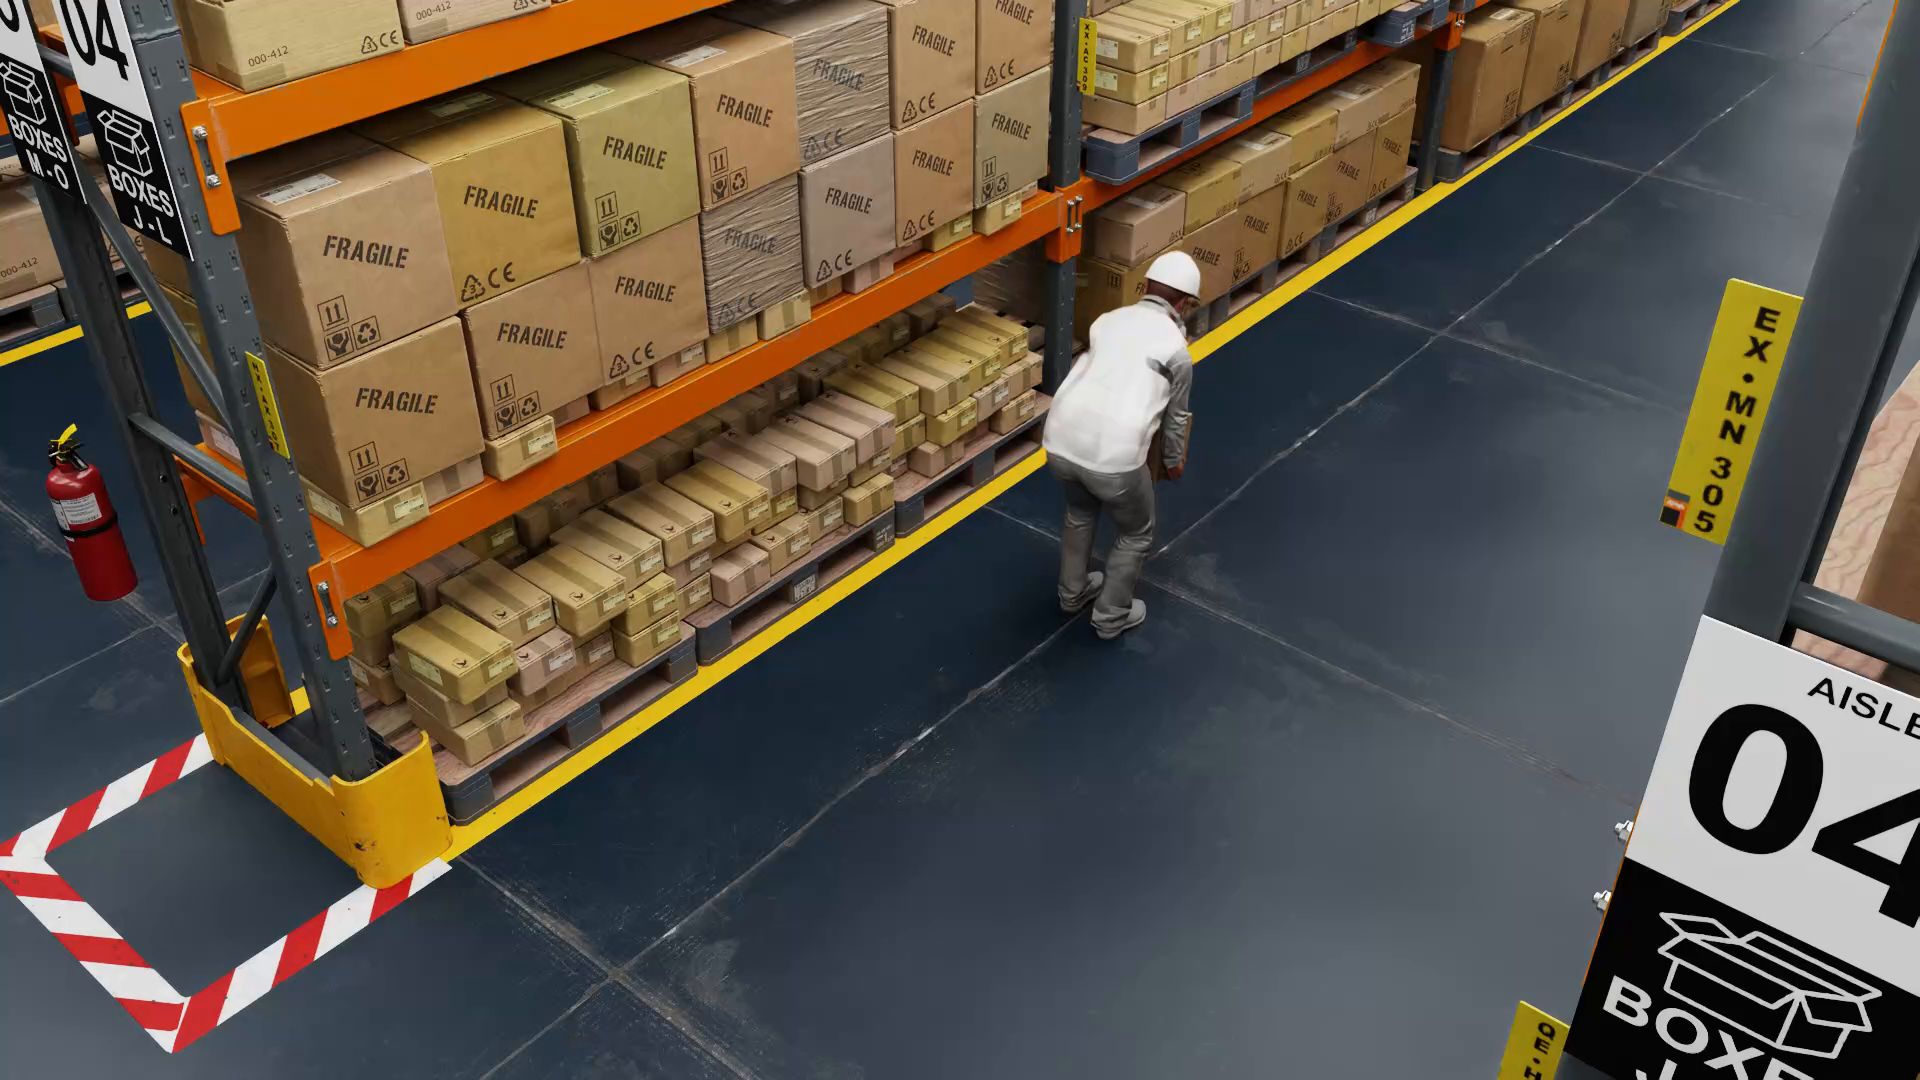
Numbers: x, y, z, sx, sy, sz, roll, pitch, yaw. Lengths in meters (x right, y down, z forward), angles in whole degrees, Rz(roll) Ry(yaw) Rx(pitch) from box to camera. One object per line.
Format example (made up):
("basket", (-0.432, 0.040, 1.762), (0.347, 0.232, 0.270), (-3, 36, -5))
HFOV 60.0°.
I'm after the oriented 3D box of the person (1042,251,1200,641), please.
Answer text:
("person", (0.687, -0.389, 6.902), (0.474, 1.527, 0.840), (24, 42, 31))
